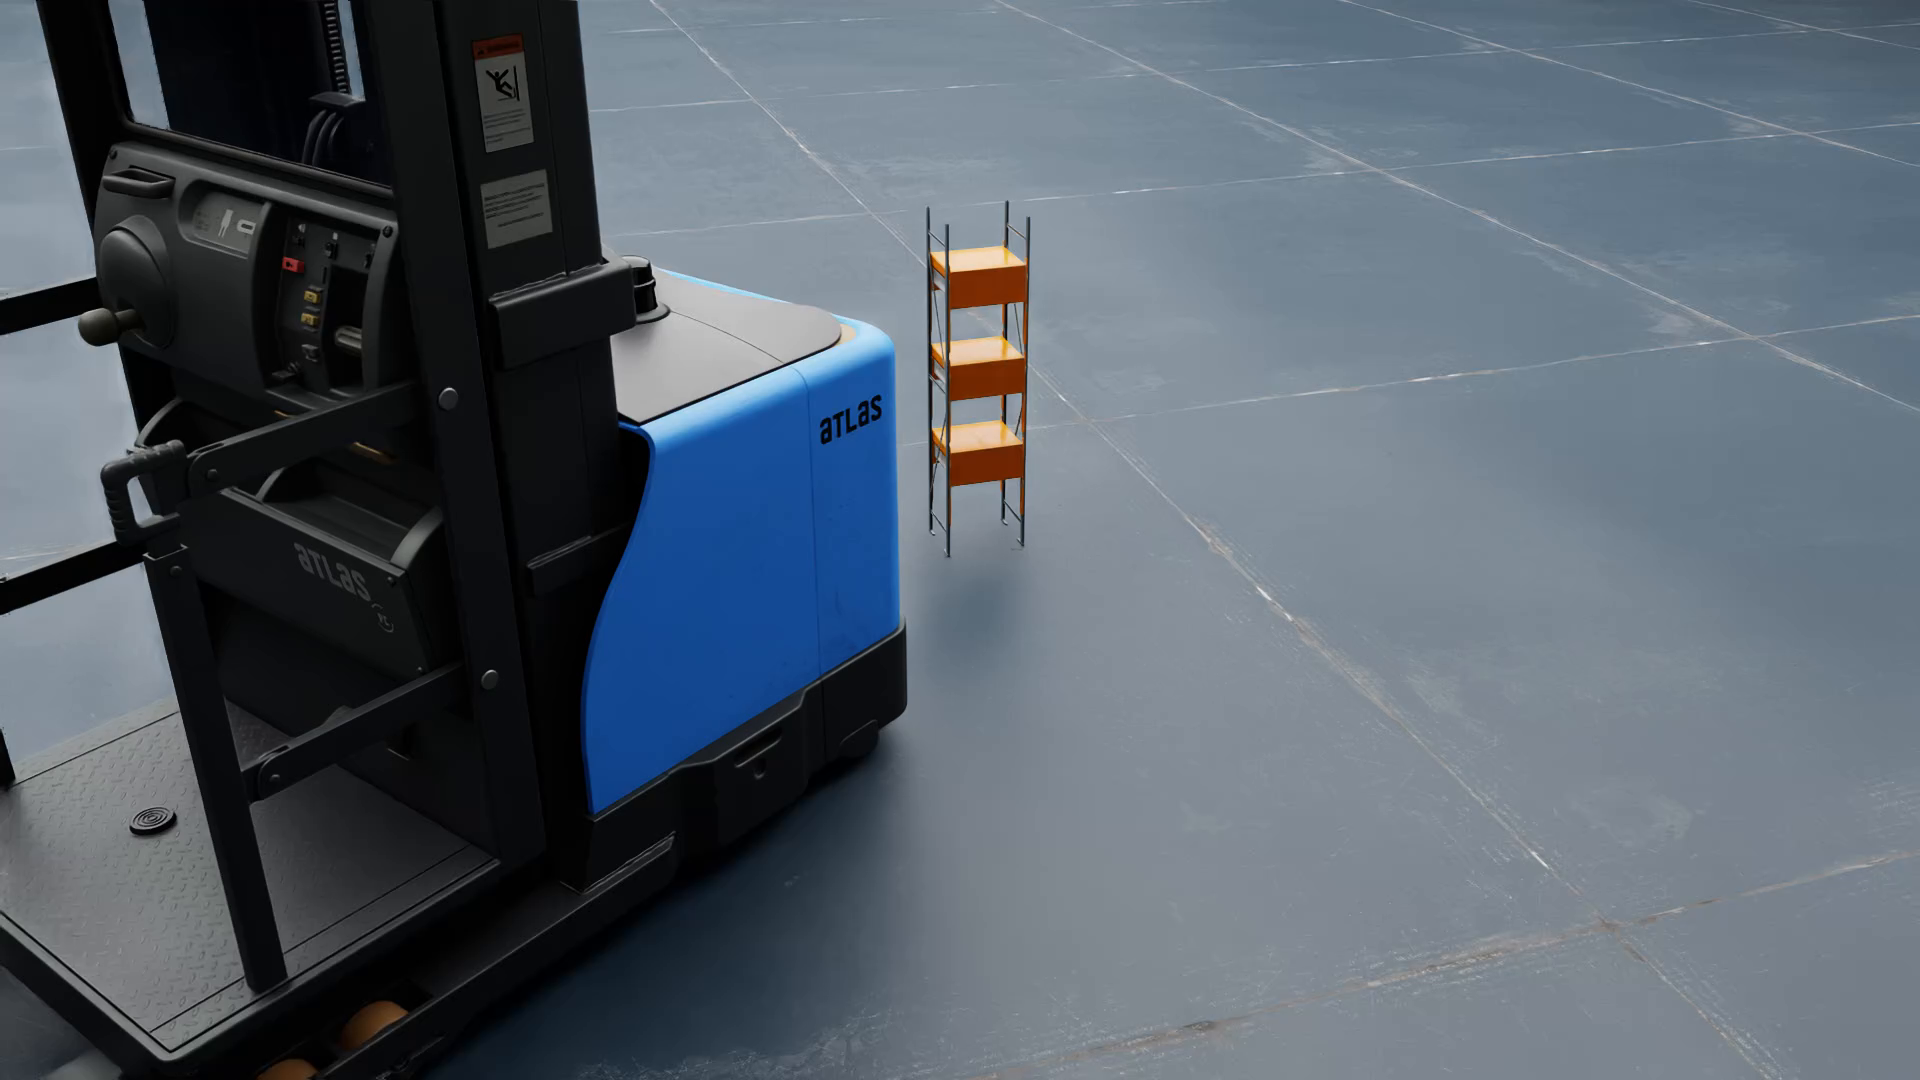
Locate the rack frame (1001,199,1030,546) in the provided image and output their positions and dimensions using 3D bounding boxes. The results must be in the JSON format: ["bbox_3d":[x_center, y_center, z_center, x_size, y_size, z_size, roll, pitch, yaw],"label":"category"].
[{"bbox_3d":[0.167,-0.494,5.065,0.008,1.050,0.200,-8,28,-16],"label":"rack frame"}]

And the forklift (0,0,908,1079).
[{"bbox_3d":[-1.433,-0.449,2.858,1.130,2.935,3.031,19,32,33],"label":"forklift"}]

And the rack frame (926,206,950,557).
[{"bbox_3d":[-0.065,-0.461,4.998,0.008,1.050,0.200,-8,28,-16],"label":"rack frame"}]

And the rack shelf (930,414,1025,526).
[{"bbox_3d":[0.051,-0.219,5.160,0.240,0.259,0.215,-8,28,-16],"label":"rack shelf"}]

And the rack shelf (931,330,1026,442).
[{"bbox_3d":[0.051,-0.468,5.036,0.240,0.259,0.215,-8,28,-16],"label":"rack shelf"}]

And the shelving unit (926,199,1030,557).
[{"bbox_3d":[0.051,-0.478,5.031,0.252,1.050,0.215,-8,28,-16],"label":"shelving unit"}]

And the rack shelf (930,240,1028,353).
[{"bbox_3d":[0.051,-0.722,4.910,0.240,0.259,0.215,-8,28,-16],"label":"rack shelf"}]
